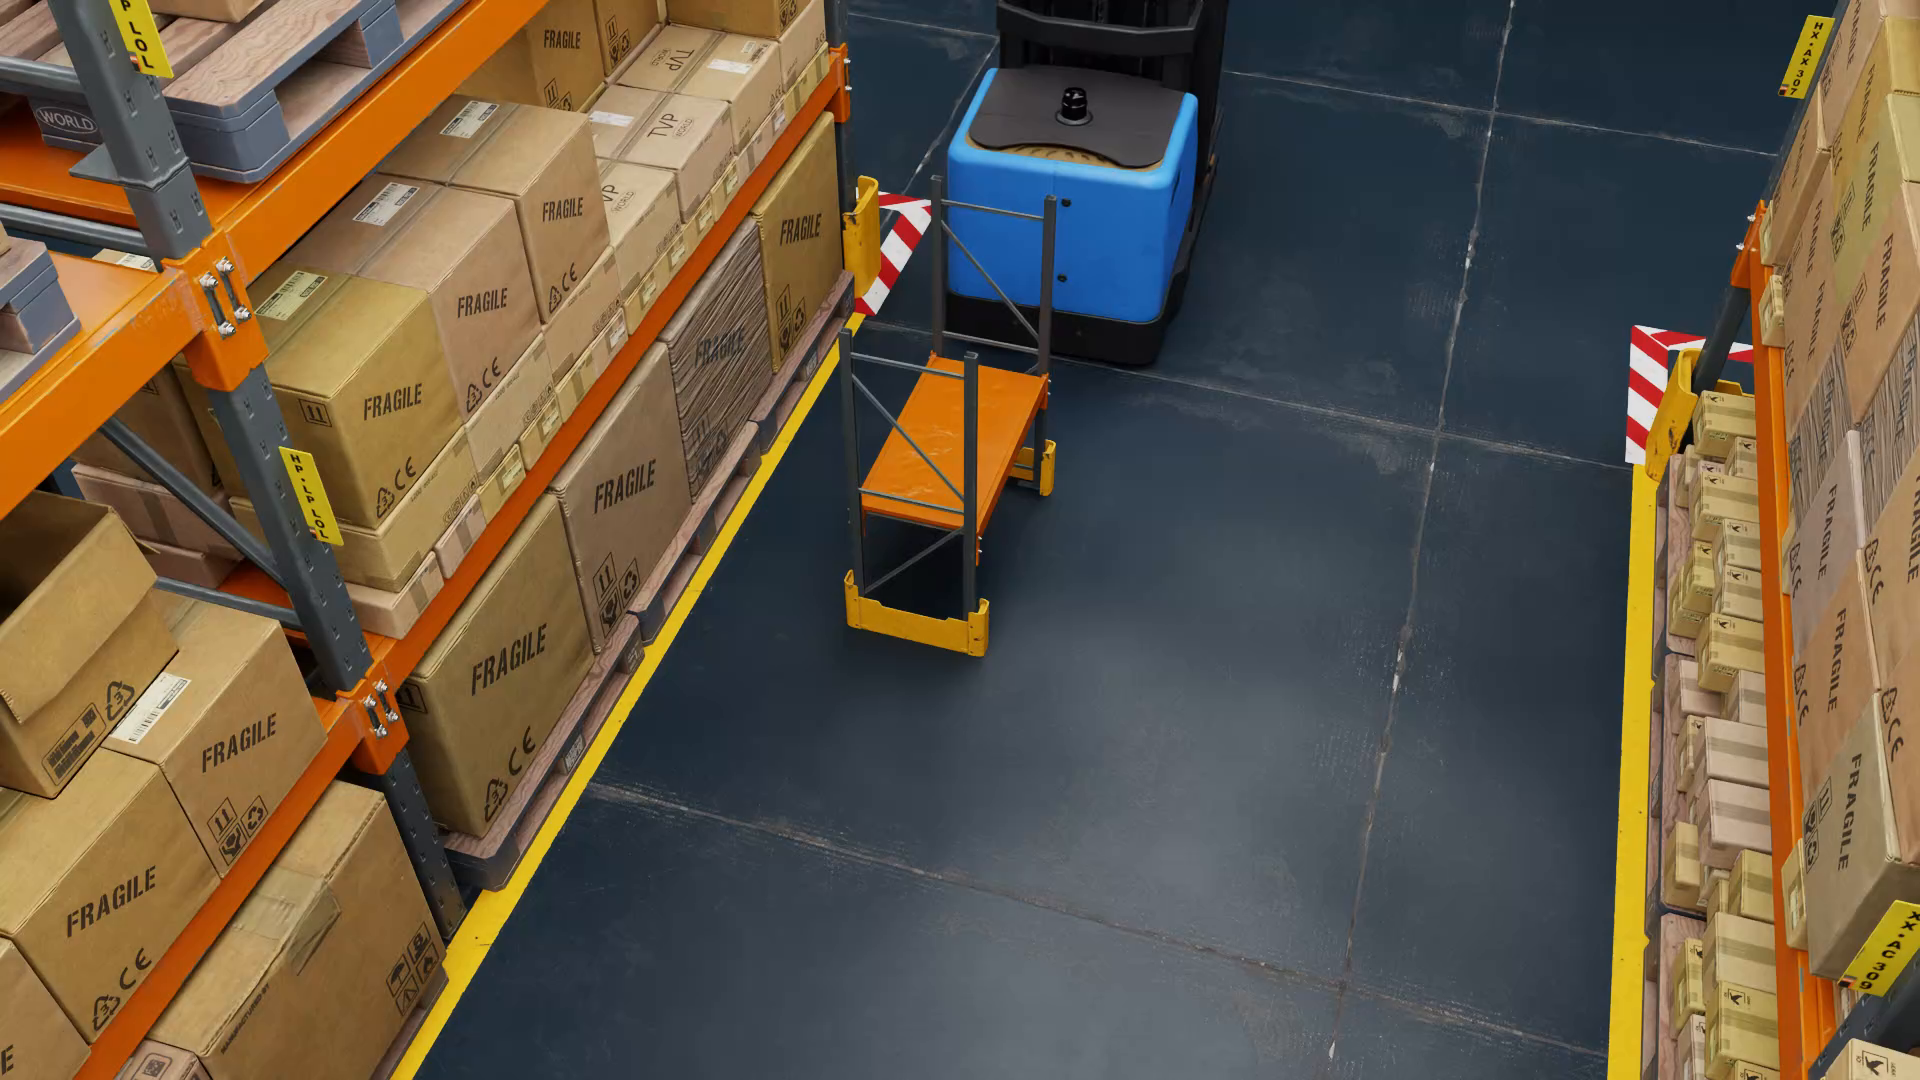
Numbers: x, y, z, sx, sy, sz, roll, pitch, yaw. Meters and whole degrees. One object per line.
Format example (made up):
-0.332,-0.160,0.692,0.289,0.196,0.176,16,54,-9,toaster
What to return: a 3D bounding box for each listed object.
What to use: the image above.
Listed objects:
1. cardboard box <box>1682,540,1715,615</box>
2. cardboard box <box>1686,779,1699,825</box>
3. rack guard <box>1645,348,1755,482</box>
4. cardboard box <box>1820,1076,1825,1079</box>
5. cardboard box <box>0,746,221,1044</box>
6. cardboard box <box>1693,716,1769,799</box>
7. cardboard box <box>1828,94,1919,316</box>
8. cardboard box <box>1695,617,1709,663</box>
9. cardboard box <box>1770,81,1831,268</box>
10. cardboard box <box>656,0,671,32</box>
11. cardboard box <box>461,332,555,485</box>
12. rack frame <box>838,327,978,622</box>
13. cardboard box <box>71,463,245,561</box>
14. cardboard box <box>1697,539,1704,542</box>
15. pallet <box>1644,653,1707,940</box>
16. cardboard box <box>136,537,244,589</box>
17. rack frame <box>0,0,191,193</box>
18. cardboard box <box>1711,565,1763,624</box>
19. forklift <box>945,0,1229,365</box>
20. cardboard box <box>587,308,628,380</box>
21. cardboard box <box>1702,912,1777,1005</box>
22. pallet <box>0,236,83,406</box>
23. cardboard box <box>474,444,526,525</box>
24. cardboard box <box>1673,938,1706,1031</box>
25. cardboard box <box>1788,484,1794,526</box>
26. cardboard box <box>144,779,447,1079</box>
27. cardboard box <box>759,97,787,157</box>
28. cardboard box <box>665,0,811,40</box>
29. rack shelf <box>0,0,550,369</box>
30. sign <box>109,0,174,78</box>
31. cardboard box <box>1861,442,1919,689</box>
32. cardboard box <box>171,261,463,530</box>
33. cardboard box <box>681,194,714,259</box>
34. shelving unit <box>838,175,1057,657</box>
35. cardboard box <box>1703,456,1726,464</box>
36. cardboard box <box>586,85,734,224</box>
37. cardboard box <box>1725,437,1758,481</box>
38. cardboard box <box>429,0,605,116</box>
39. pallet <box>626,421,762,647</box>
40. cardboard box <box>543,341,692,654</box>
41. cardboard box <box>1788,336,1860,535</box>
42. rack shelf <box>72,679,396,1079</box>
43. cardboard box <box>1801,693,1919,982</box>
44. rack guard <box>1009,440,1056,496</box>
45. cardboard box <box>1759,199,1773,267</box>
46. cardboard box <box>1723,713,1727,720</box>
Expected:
2.980,0.175,6.351,0.380,0.149,0.250,14,46,14,cardboard box
2.730,0.969,5.752,0.380,0.149,0.250,13,46,13,cardboard box
3.668,-0.439,7.240,1.175,0.500,0.348,13,46,13,rack guard
1.922,1.282,3.361,0.380,0.149,0.250,13,46,13,cardboard box
-2.254,0.827,4.087,0.500,0.500,0.500,14,46,14,cardboard box
2.664,0.762,5.538,0.380,0.149,0.250,11,45,11,cardboard box
2.977,-0.960,4.986,0.500,0.500,0.500,12,46,12,cardboard box
2.989,0.463,6.269,0.380,0.149,0.250,13,46,13,cardboard box
3.292,-1.284,6.033,0.500,0.500,0.500,15,46,14,cardboard box
-1.408,-2.291,7.240,0.500,0.250,0.500,11,46,11,cardboard box
-1.669,-0.476,5.385,0.500,0.250,0.500,12,46,12,cardboard box
-0.180,-0.140,6.220,0.500,1.500,0.032,13,46,13,rack frame
-2.333,-0.237,5.141,0.500,0.250,0.500,12,46,12,cardboard box
3.226,-0.041,6.784,0.380,0.149,0.250,12,46,12,cardboard box
3.017,1.009,5.967,1.003,0.211,1.213,13,46,13,pallet
-2.437,-0.018,5.202,0.380,0.149,0.250,13,46,13,cardboard box
-2.217,-1.979,2.737,1.000,3.000,0.127,13,46,13,rack frame
2.952,0.266,6.045,0.380,0.149,0.250,14,46,14,cardboard box
0.799,-2.929,8.047,1.130,2.935,3.031,10,45,10,forklift
-1.418,-0.736,5.936,0.380,0.149,0.250,13,46,13,cardboard box
2.448,1.301,4.988,0.380,0.149,0.250,12,46,12,cardboard box
-2.447,-0.217,3.218,0.805,0.209,1.217,11,45,11,pallet
-1.651,-0.223,5.411,0.380,0.149,0.250,14,46,14,cardboard box
2.407,1.403,5.096,0.380,0.149,0.250,11,45,11,cardboard box
2.857,-0.096,5.282,0.380,0.149,0.250,14,46,14,cardboard box
-2.391,1.205,4.991,1.225,0.875,0.875,13,46,13,cardboard box
-0.954,-1.763,6.985,0.380,0.149,0.250,13,46,13,cardboard box
-0.902,-2.441,6.857,0.500,0.500,0.500,13,46,13,cardboard box
-1.611,-1.983,5.400,1.077,0.370,4.000,13,46,13,rack shelf
-1.697,-1.096,3.385,0.100,0.325,0.005,13,46,13,sign
2.516,0.067,3.936,0.500,0.500,0.500,11,45,11,cardboard box
-1.828,-0.421,4.792,0.500,0.500,0.500,13,46,13,cardboard box
-1.185,-1.250,6.461,0.380,0.149,0.250,13,46,13,cardboard box
-0.023,-0.485,6.573,0.587,1.500,1.083,13,46,13,shelving unit
3.288,-0.326,6.863,0.380,0.149,0.250,14,46,14,cardboard box
-1.207,-1.497,6.429,0.500,0.250,0.500,11,45,11,cardboard box
3.240,-0.240,6.563,0.380,0.149,0.250,13,46,13,cardboard box
-1.711,-1.879,6.283,0.500,0.500,0.500,11,46,11,cardboard box
-1.544,-0.144,7.145,1.003,0.211,1.213,13,46,12,pallet
-1.668,-0.248,6.477,0.875,0.875,0.875,13,46,13,cardboard box
2.845,-0.257,4.983,0.500,0.500,0.500,11,46,11,cardboard box
-2.822,1.756,3.725,1.077,0.370,4.000,13,46,13,rack shelf
2.357,0.759,3.945,0.500,0.500,0.500,13,46,13,cardboard box
0.128,-0.370,7.349,0.587,0.250,0.087,13,46,13,rack guard
3.281,-1.147,6.356,0.380,0.149,0.250,12,46,12,cardboard box
2.856,0.739,5.774,0.380,0.149,0.250,15,46,14,cardboard box
